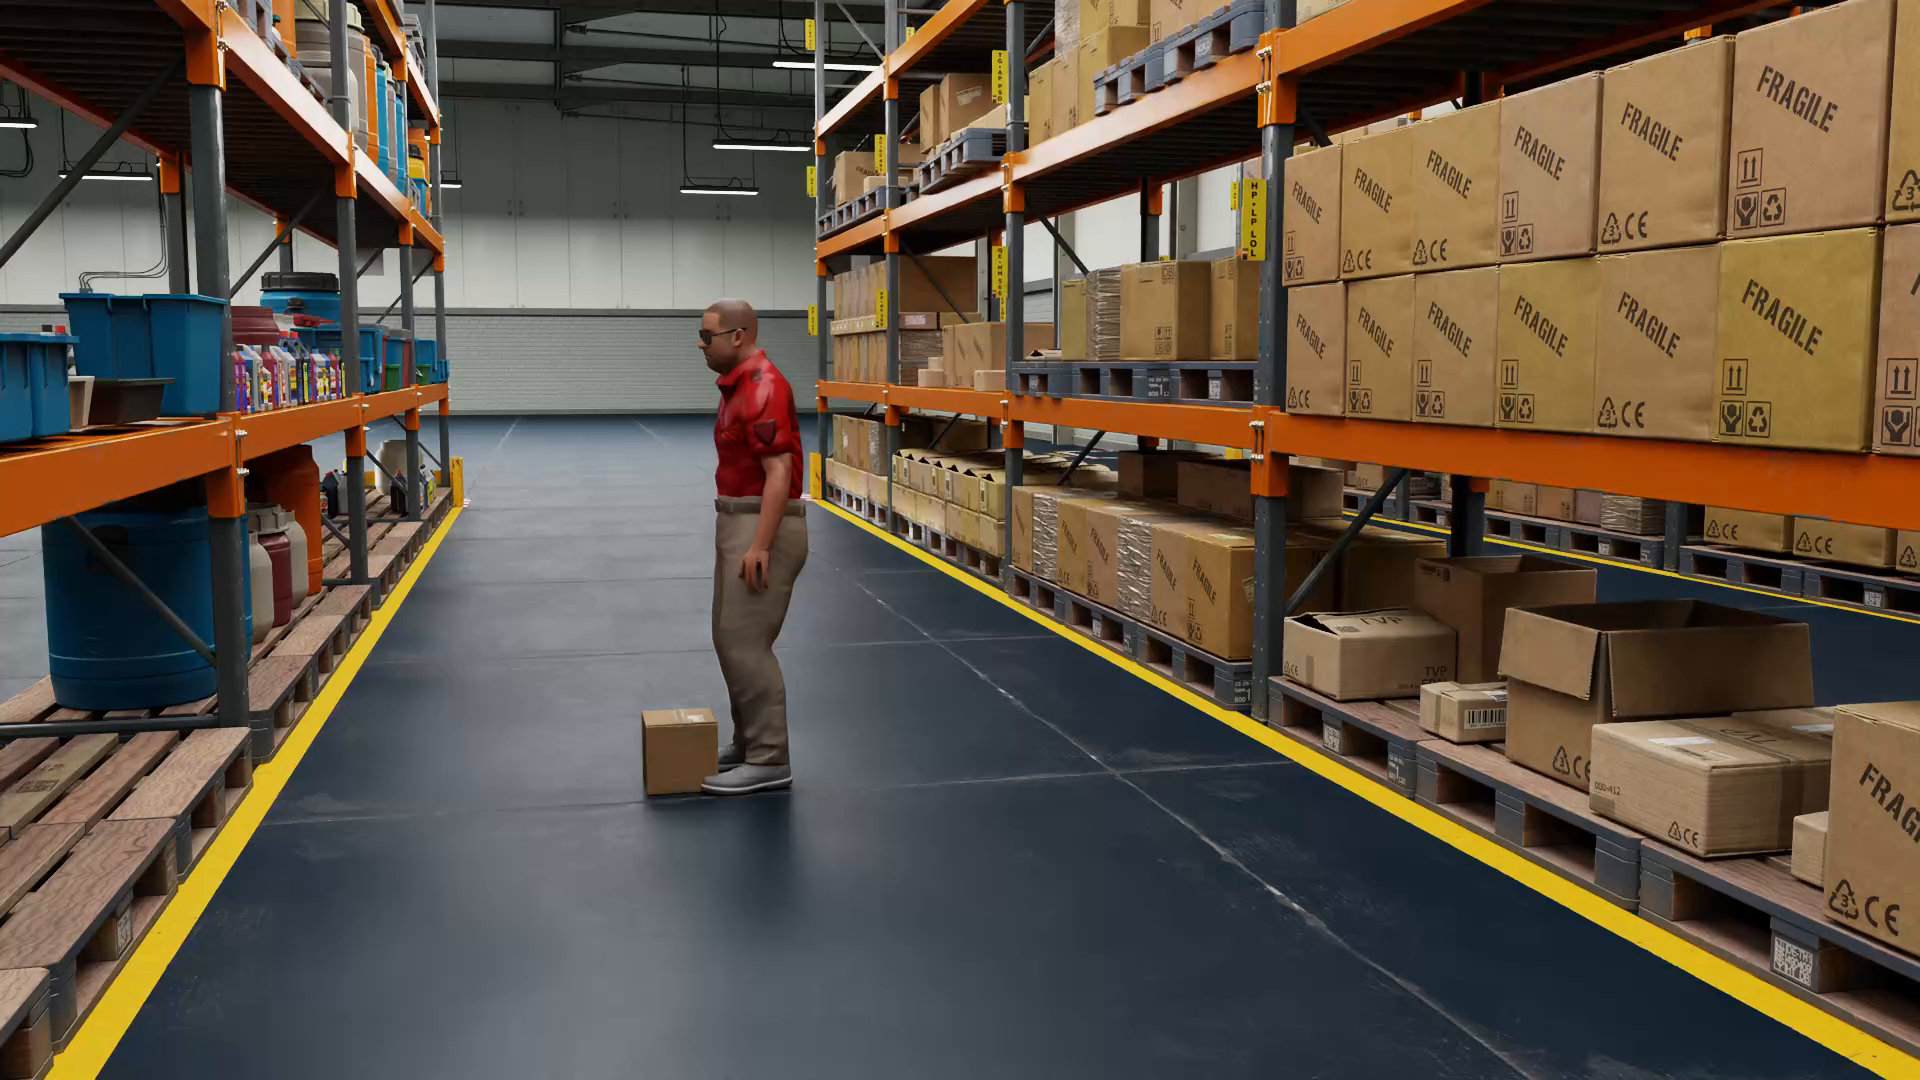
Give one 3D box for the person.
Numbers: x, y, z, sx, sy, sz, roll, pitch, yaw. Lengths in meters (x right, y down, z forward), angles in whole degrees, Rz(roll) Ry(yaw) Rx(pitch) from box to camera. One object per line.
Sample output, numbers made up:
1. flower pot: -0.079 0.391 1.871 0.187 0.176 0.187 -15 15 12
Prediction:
1. person: -0.756 0.010 5.923 0.401 1.725 0.597 -2 6 -17
